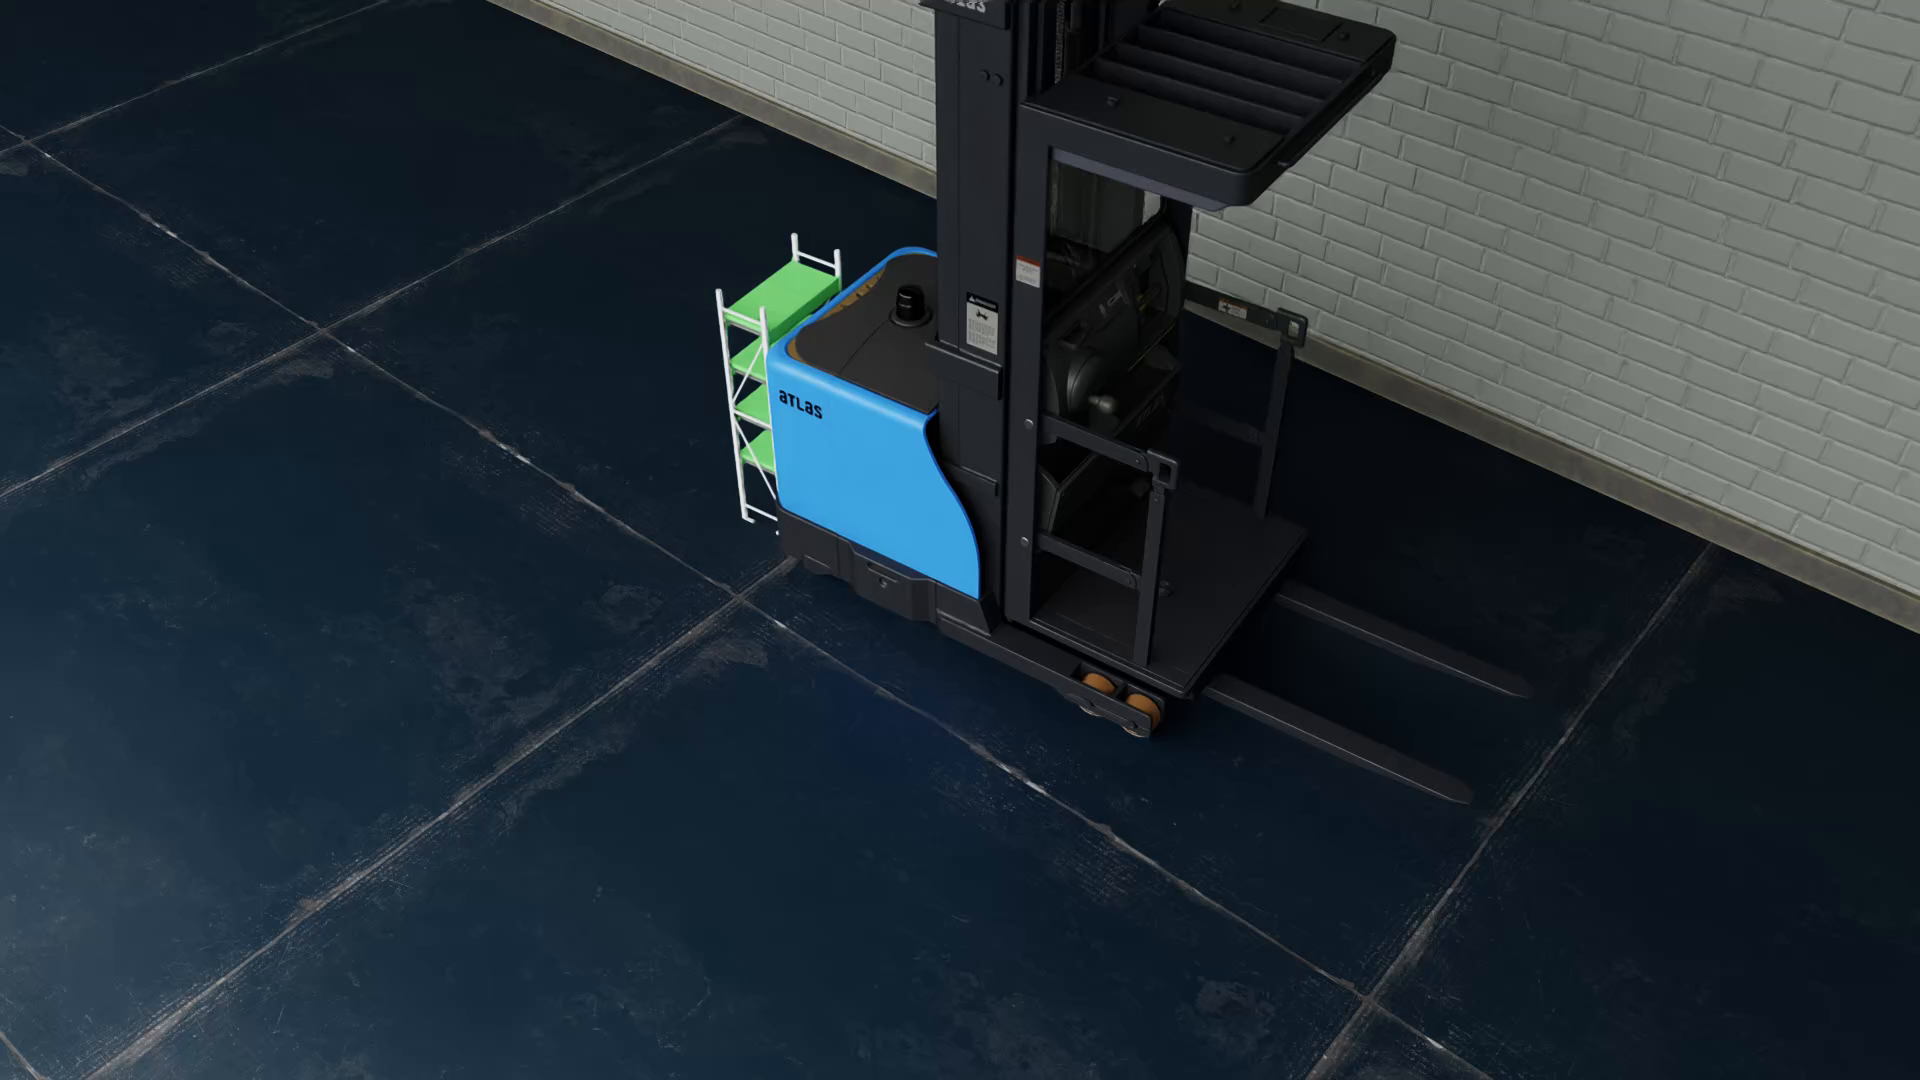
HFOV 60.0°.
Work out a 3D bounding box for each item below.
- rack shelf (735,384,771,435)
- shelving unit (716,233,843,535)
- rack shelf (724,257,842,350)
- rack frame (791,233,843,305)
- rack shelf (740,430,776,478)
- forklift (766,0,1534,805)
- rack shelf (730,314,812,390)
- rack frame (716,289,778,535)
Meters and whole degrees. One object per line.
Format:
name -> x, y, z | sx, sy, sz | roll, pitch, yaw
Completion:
rack shelf -> -0.724, -0.590, 7.102 | 0.258, 0.148, 0.480 | 24, 47, 24
shelving unit -> -0.724, -0.637, 7.059 | 0.258, 1.200, 0.503 | 24, 47, 24
rack shelf -> -0.725, -0.945, 6.779 | 0.258, 0.148, 0.480 | 24, 47, 24
rack frame -> -0.591, -0.774, 7.210 | 0.240, 1.200, 0.015 | 24, 47, 24
rack shelf -> -0.724, -0.412, 7.263 | 0.258, 0.148, 0.480 | 24, 47, 24
forklift -> 0.733, -0.736, 5.881 | 3.031, 2.935, 1.130 | 24, 48, 24
rack shelf -> -0.724, -0.767, 6.940 | 0.258, 0.148, 0.480 | 24, 47, 24
rack frame -> -0.858, -0.500, 6.908 | 0.240, 1.200, 0.015 | 24, 47, 24
